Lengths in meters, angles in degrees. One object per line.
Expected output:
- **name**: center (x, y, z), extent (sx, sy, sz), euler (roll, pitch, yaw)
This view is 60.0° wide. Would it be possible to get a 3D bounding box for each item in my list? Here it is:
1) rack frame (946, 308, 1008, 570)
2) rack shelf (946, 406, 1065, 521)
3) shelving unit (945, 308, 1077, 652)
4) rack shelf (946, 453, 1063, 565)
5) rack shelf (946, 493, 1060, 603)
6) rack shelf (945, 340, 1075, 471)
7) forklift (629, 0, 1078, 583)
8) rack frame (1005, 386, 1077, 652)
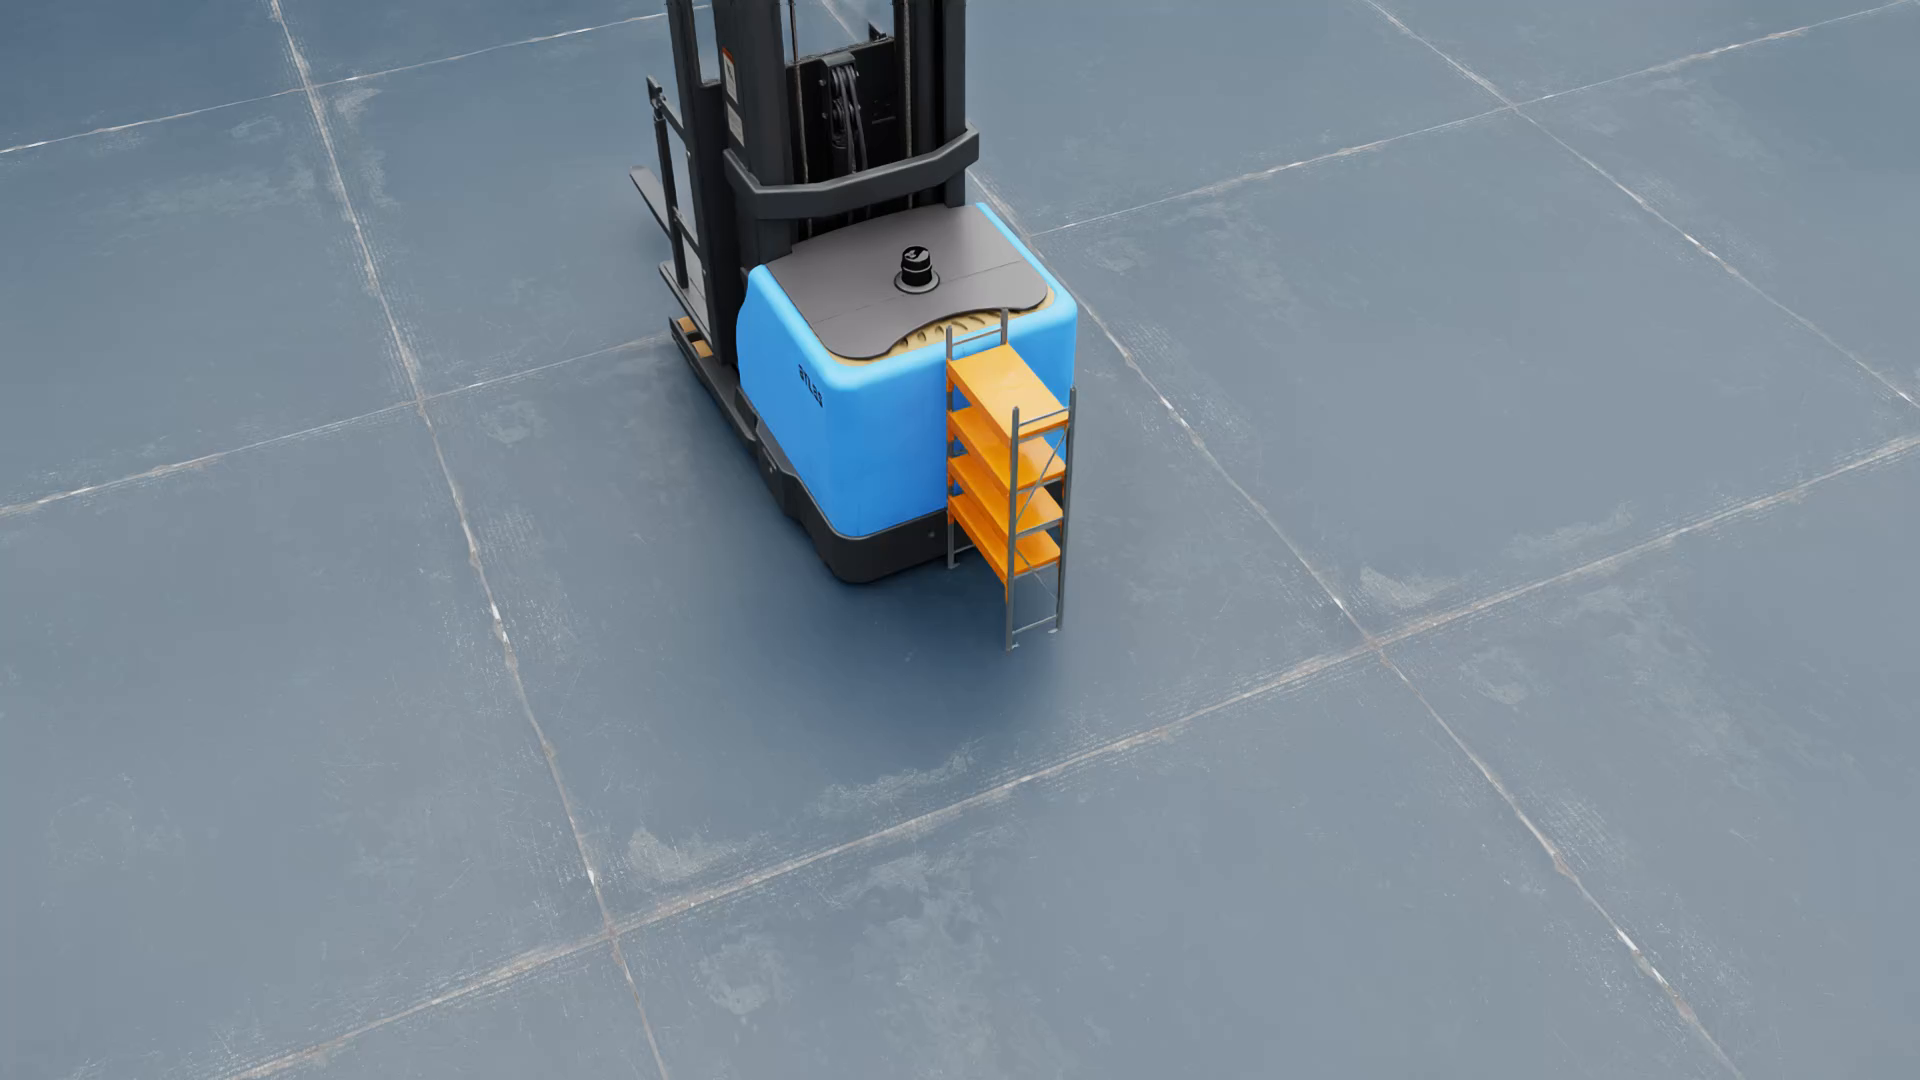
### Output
- **rack frame**: center (0.060, -0.350, 6.251), extent (0.240, 1.200, 0.015), euler (-20, 48, -19)
- **rack shelf**: center (0.171, -0.309, 5.986), extent (0.258, 0.148, 0.480), euler (-20, 48, -19)
- **shelving unit**: center (0.171, -0.198, 6.096), extent (0.258, 1.200, 0.503), euler (-20, 48, -19)
- **rack shelf**: center (0.171, -0.150, 6.144), extent (0.258, 0.148, 0.480), euler (-20, 48, -19)
- **rack shelf**: center (0.171, -0.009, 6.283), extent (0.258, 0.148, 0.480), euler (-20, 48, -19)
- **rack shelf**: center (0.171, -0.478, 5.820), extent (0.258, 0.148, 0.480), euler (-20, 48, -19)
- **forklift**: center (-0.668, -1.912, 6.601), extent (1.130, 2.935, 3.031), euler (-20, 48, -19)
- **rack frame**: center (0.282, -0.045, 5.942), extent (0.240, 1.200, 0.015), euler (-20, 48, -19)
